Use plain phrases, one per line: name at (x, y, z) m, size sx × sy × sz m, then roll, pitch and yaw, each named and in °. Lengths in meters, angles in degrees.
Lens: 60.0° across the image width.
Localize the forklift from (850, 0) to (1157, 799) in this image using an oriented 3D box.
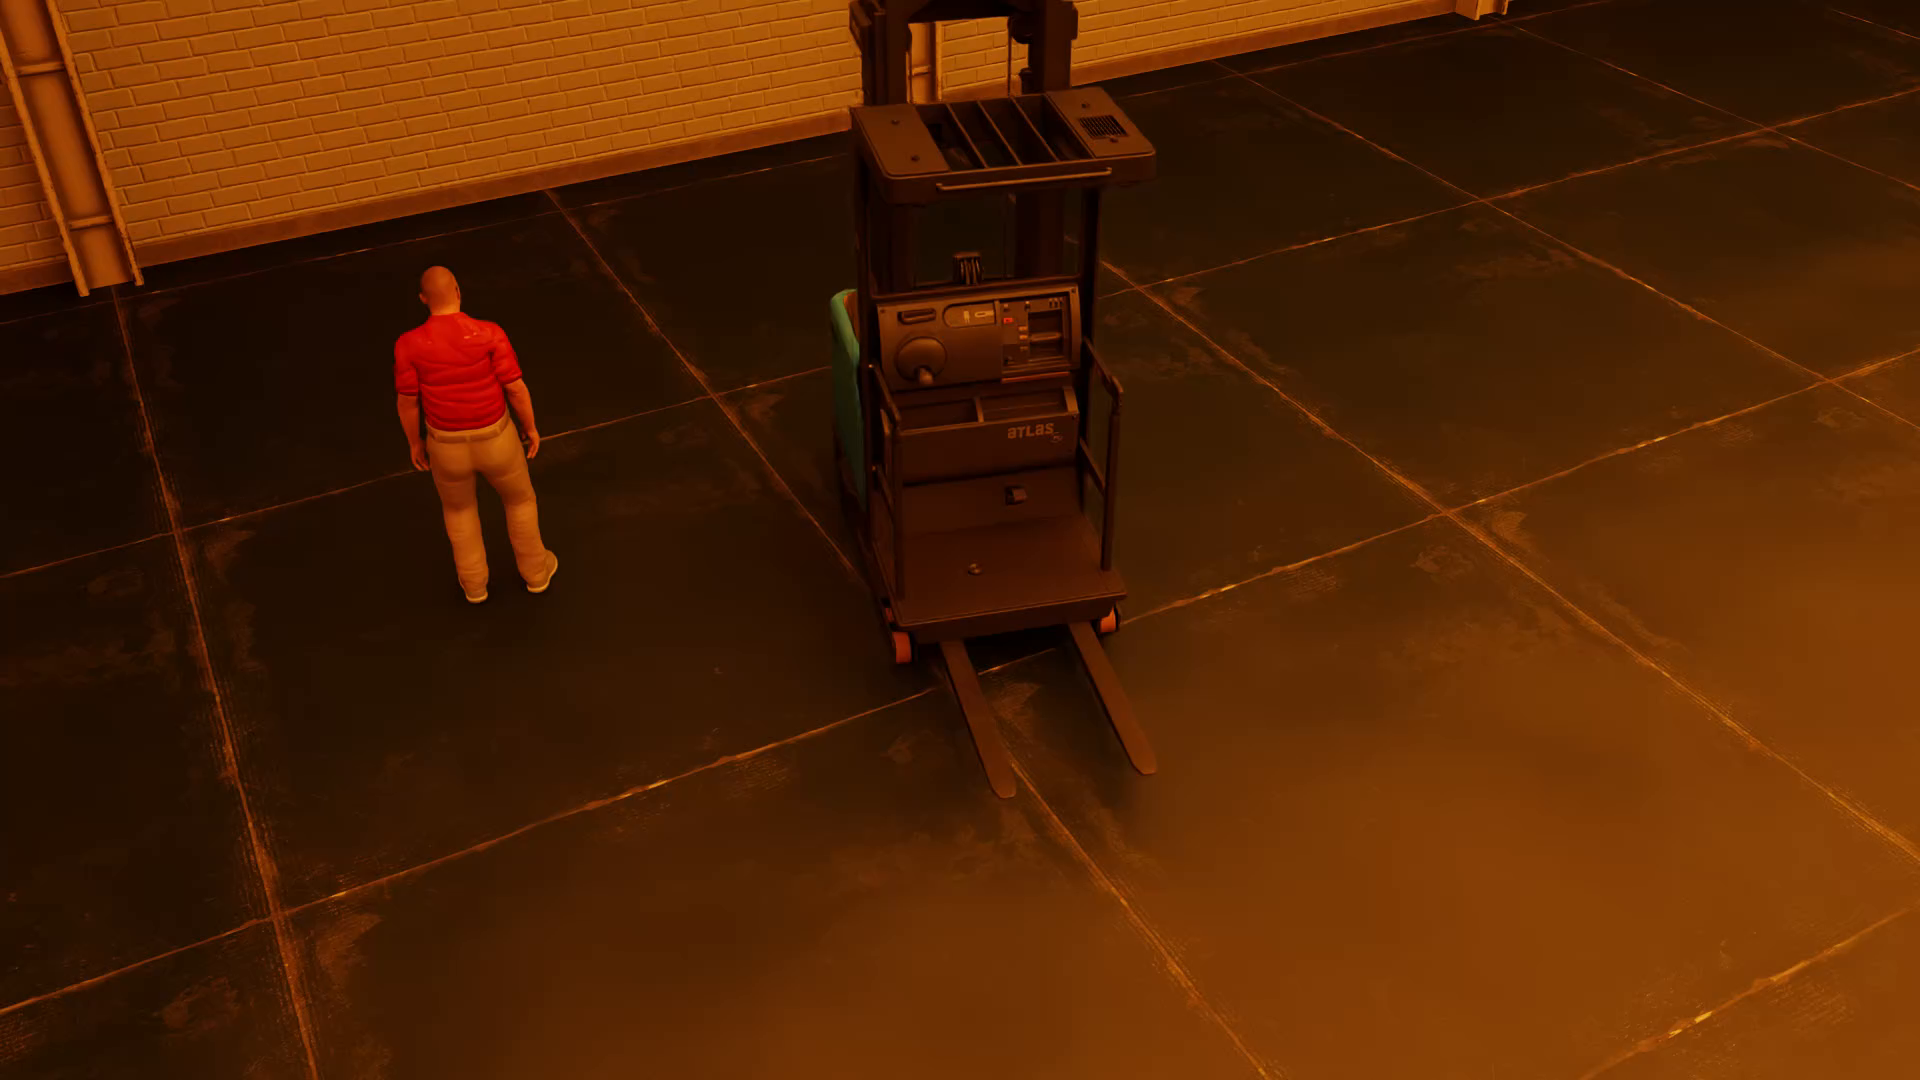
forklift at (0.165, -0.788, 7.293) m, size 1.101 × 2.867 × 2.884 m, roll -8°, pitch 36°, yaw -11°
